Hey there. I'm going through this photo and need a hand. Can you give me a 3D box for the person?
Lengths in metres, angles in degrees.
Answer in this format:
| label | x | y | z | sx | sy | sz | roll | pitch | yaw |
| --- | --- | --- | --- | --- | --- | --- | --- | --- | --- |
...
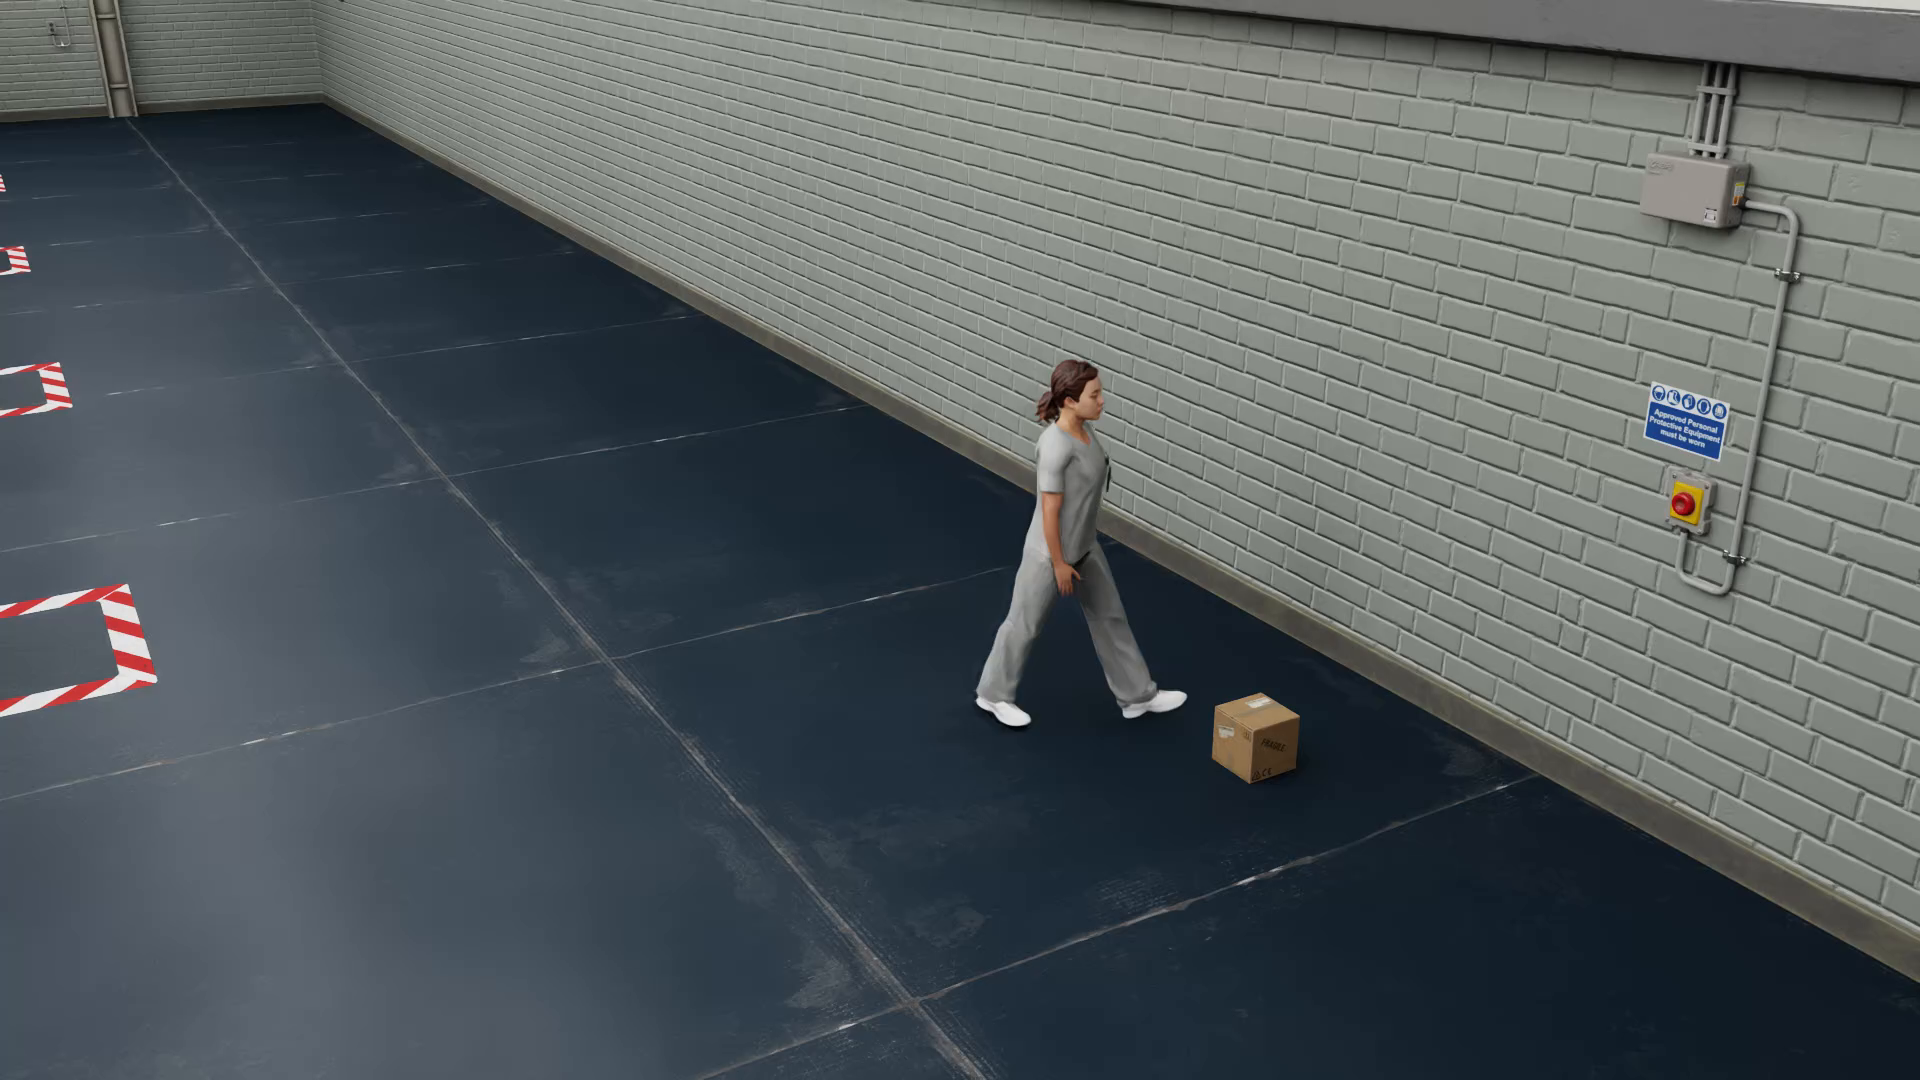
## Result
| label | x | y | z | sx | sy | sz | roll | pitch | yaw |
| --- | --- | --- | --- | --- | --- | --- | --- | --- | --- |
| person | 0.511 | 0.038 | 7.010 | 0.911 | 1.636 | 0.468 | 9 | 24 | 22 |
